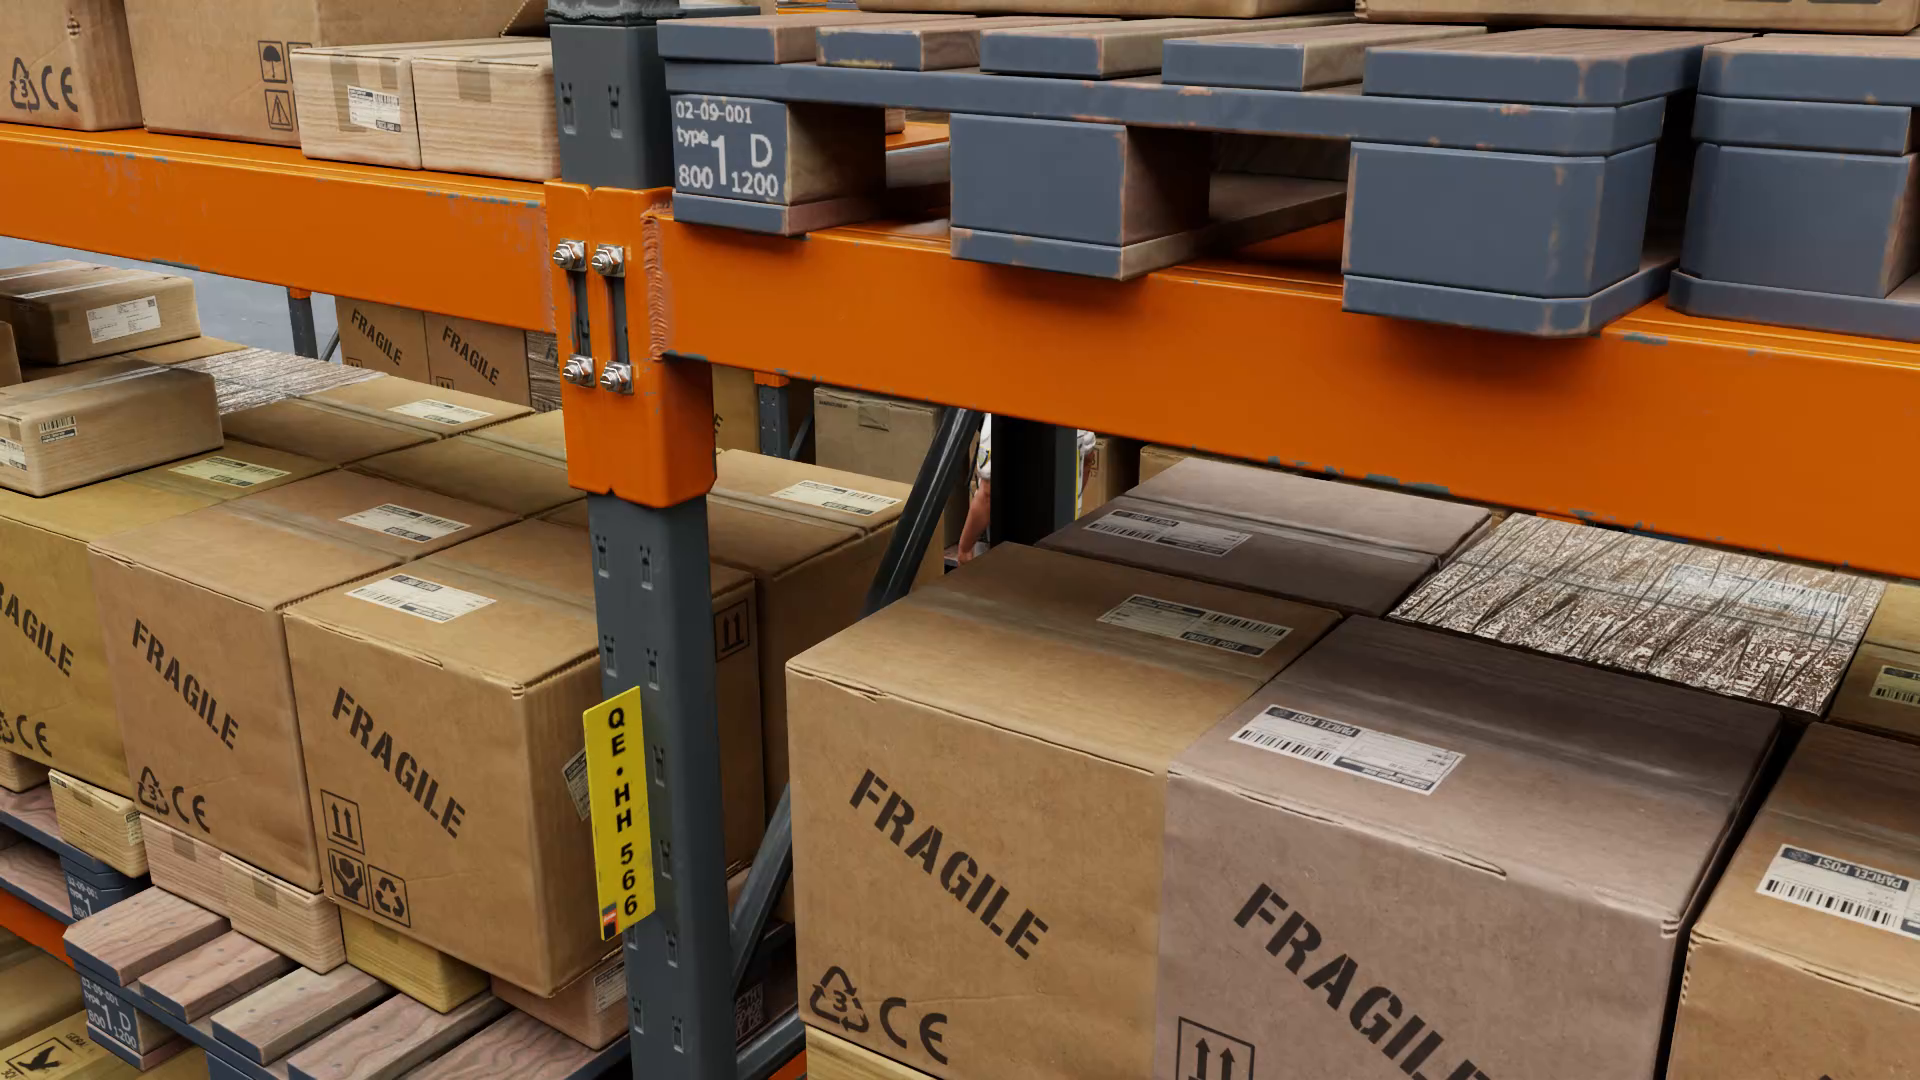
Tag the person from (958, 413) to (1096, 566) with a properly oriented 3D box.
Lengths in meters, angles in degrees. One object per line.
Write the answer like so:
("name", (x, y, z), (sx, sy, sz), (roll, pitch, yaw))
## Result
("person", (0.201, -0.060, 6.657), (0.640, 1.781, 0.575), (-18, 26, -40))
